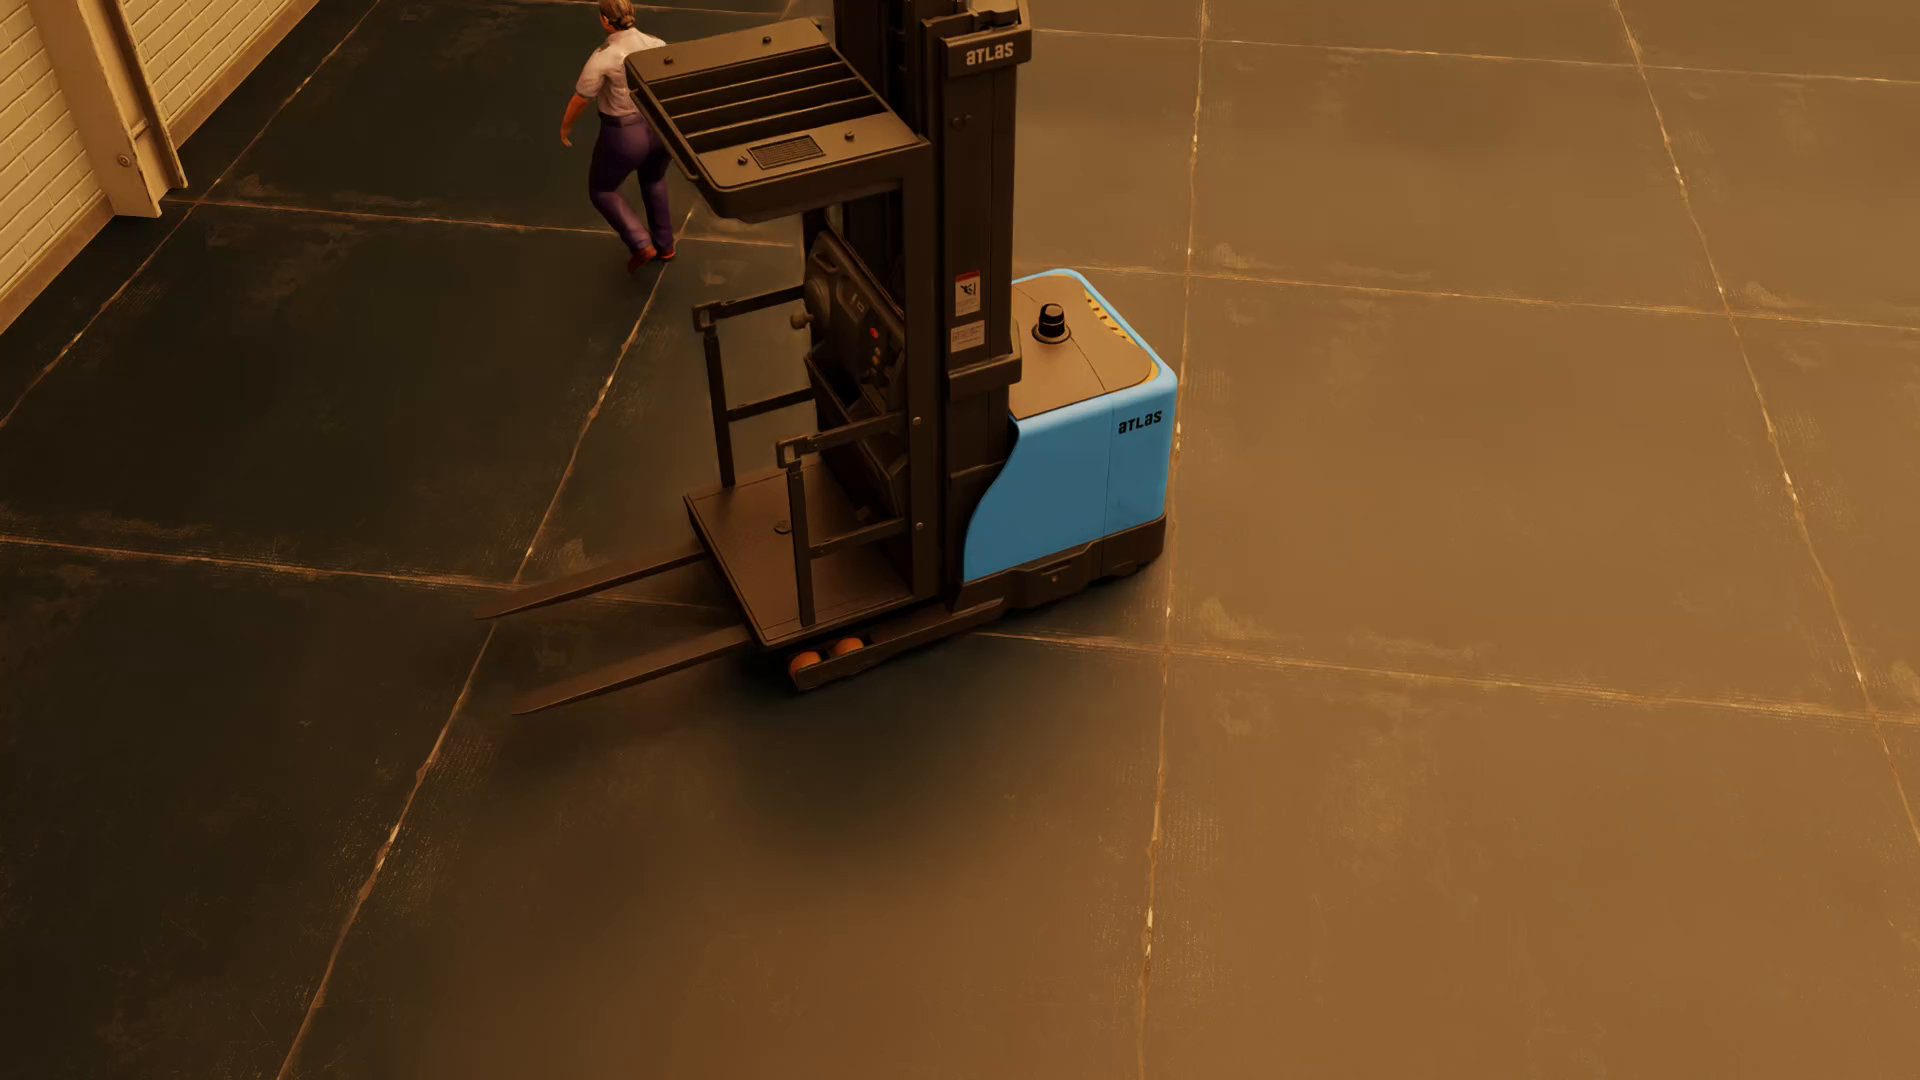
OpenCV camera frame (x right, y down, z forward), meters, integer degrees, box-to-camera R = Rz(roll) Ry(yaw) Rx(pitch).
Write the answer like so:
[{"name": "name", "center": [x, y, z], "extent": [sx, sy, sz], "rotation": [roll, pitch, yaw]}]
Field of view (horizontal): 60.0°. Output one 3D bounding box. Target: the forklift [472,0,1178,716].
[{"name": "forklift", "center": [-0.611, -0.844, 6.643], "extent": [3.031, 2.935, 1.130], "rotation": [-18, 45, -18]}]

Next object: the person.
[{"name": "person", "center": [-1.774, -2.205, 9.103], "extent": [0.689, 1.618, 0.494], "rotation": [-29, 50, -28]}]
